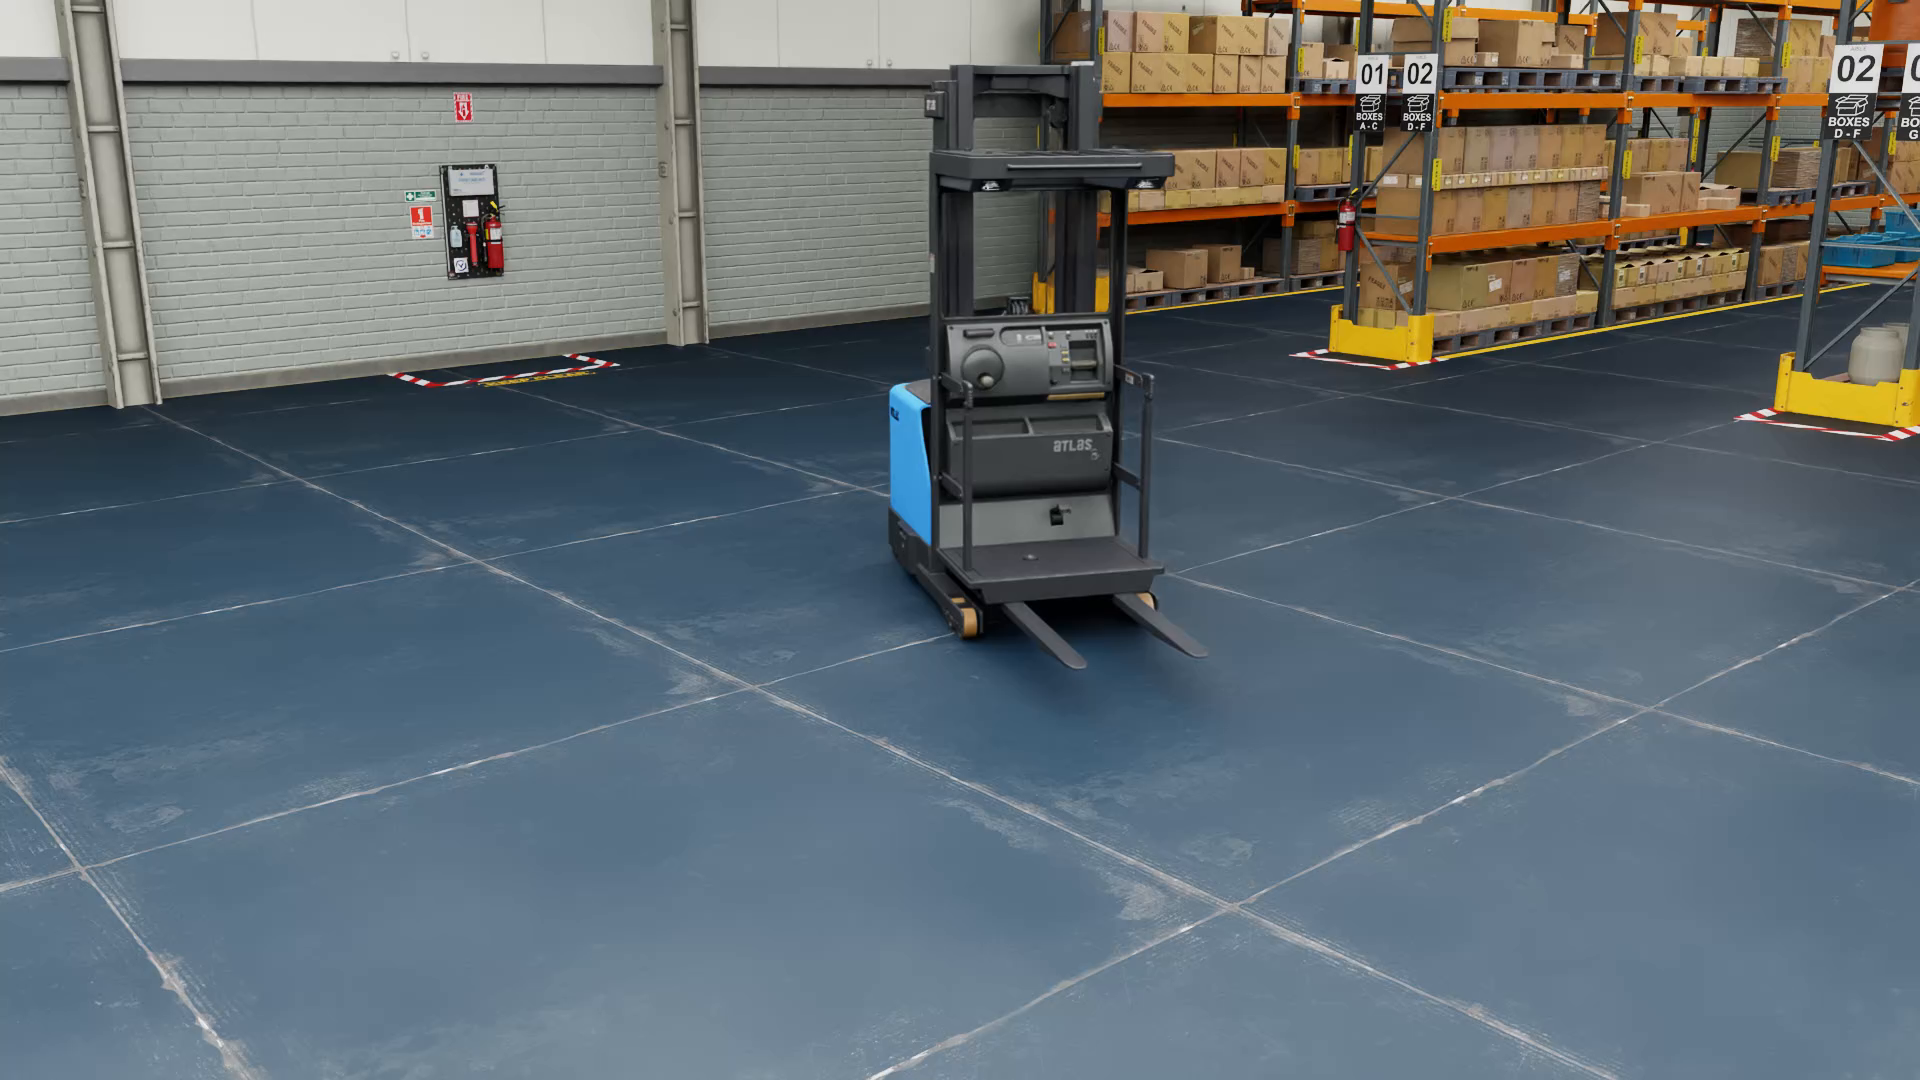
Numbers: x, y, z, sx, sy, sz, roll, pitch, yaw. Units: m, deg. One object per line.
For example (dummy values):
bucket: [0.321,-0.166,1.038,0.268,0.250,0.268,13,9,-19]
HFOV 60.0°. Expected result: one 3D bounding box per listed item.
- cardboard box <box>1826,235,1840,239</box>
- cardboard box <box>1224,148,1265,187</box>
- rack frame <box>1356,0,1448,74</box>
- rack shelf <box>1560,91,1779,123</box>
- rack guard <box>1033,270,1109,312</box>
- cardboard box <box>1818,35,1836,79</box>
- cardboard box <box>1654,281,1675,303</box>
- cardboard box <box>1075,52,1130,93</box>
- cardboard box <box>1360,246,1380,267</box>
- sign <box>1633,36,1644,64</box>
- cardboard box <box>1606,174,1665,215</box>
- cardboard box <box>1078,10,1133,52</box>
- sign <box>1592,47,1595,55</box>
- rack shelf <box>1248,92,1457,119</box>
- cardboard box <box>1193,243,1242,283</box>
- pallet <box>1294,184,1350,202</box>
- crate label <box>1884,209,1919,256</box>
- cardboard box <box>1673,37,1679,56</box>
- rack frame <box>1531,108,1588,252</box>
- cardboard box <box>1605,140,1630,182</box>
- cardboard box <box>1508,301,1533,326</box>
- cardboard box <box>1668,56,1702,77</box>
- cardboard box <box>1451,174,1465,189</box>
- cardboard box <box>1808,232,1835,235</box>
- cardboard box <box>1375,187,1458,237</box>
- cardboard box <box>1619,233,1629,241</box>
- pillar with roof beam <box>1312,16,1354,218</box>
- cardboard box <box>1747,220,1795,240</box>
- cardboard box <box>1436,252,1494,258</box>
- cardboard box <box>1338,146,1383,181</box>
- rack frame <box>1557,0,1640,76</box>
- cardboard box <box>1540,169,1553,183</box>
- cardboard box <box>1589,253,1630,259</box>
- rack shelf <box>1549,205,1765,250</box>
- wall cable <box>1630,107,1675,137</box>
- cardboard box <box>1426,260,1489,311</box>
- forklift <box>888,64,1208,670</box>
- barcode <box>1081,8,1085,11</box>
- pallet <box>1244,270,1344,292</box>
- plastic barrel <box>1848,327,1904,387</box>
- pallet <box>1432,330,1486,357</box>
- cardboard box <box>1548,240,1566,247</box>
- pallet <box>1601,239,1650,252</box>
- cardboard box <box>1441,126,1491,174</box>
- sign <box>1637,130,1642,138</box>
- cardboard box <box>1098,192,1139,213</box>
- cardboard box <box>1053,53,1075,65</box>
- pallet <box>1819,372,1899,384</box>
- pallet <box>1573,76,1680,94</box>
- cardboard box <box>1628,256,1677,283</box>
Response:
cardboard box: [13.151,-4.317,25.089,0.500,0.500,0.500,-13,19,-39]
cardboard box: [3.897,-5.215,23.261,0.500,0.500,0.500,-13,20,-40]
rack frame: [4.661,-6.399,17.268,0.127,3.000,1.000,-13,19,-39]
rack shelf: [9.187,-5.618,21.553,4.000,0.370,1.077,-13,19,-39]
rack guard: [1.464,-3.269,22.021,0.348,0.500,1.175,-13,19,-39]
cardboard box: [12.281,-6.984,24.072,0.600,0.600,0.600,-14,20,-41]
cardboard box: [8.921,-3.247,21.608,0.500,0.250,0.500,-13,20,-41]
cardboard box: [1.823,-5.979,21.277,0.500,0.500,0.500,-12,19,-38]
cardboard box: [6.111,-4.538,25.917,0.500,0.500,0.700,-13,20,-40]
sign: [8.044,-5.807,19.711,0.005,0.325,0.100,-13,19,-39]
cardboard box: [8.666,-4.442,21.375,0.500,0.500,0.500,-11,18,-35]
cardboard box: [1.856,-6.472,21.186,0.500,0.500,0.500,14,21,43]
sign: [10.822,-8.244,28.377,0.005,0.325,0.100,-13,19,-39]
rack shelf: [5.932,-6.582,25.161,4.000,0.370,1.077,-13,19,-39]
cardboard box: [3.667,-3.963,23.765,0.500,0.500,0.500,14,21,43]
pallet: [5.096,-5.150,24.590,1.213,0.211,1.003,-13,19,-39]
crate label: [9.120,-2.917,15.789,0.616,0.435,0.502,-13,19,-39]
cardboard box: [12.719,-8.905,30.293,0.500,0.500,0.500,-12,19,-38]
rack frame: [10.459,-6.497,29.260,0.127,3.000,1.000,-13,19,-39]
cardboard box: [11.433,-6.853,30.013,0.700,0.700,0.980,-13,20,-41]
cardboard box: [6.344,-2.676,19.471,0.500,0.250,0.500,-13,19,-39]
cardboard box: [9.161,-6.070,21.325,0.500,0.250,0.500,14,20,42]
cardboard box: [5.296,-3.932,18.207,0.250,0.149,0.380,-13,20,-41]
cardboard box: [13.189,-4.504,25.789,0.500,0.500,0.500,-14,20,-42]
cardboard box: [5.021,-3.625,18.316,0.500,0.500,0.700,-13,19,-39]
cardboard box: [11.860,-5.770,30.568,0.500,0.500,0.700,-12,19,-38]
pillar with roof beam: [8.719,-7.828,22.618,0.400,9.000,9.100,-13,19,-39]
cardboard box: [12.056,-4.611,24.739,0.500,0.250,0.500,-13,20,-40]
cardboard box: [5.993,-3.143,19.764,0.500,0.500,0.500,-13,19,-39]
cardboard box: [6.168,-5.783,25.542,0.500,0.500,0.700,-13,19,-39]
rack frame: [7.678,-7.076,19.805,0.127,3.000,1.000,-13,19,-39]
cardboard box: [6.655,-4.237,19.349,0.250,0.149,0.380,-12,19,-38]
cardboard box: [8.562,-3.621,21.922,0.500,0.311,0.500,-13,20,-40]
rack shelf: [9.187,-4.169,21.940,4.000,0.370,1.077,-13,19,-39]
wall cable: [13.821,-8.066,33.168,1.851,1.984,0.084,-13,19,-39]
cardboard box: [5.587,-2.870,18.742,0.500,0.500,0.500,-13,19,-39]
forklift: [0.442,-1.007,8.839,1.130,2.935,3.031,-4,15,-15]
barcode: [1.614,-6.952,21.858,0.075,0.075,0.001,-13,19,-39]
pallet: [5.010,-3.927,25.041,1.213,0.211,1.003,-13,19,-39]
plastic barrel: [8.356,-1.663,15.169,0.421,0.512,0.421,0,15,0]
pallet: [5.210,-2.291,18.917,1.213,0.211,1.003,-13,19,-39]
cardboard box: [10.054,-5.526,28.977,0.750,0.750,0.750,-12,19,-39]
pallet: [12.005,-5.471,30.823,1.213,0.211,1.003,-13,19,-39]
cardboard box: [5.454,-4.351,18.519,0.500,0.500,0.700,-13,20,-41]
sign: [13.117,-7.740,32.084,0.005,0.325,0.100,-13,19,-39]
cardboard box: [1.983,-4.422,21.745,0.500,0.250,0.500,-13,20,-41]
cardboard box: [1.555,-6.091,21.697,0.500,0.500,0.500,-11,18,-35]
pallet: [8.552,-1.347,15.383,1.213,0.211,1.003,-13,19,-39]
pallet: [8.335,-5.687,20.785,1.217,0.209,0.805,-14,20,-42]
cardboard box: [8.924,-3.517,21.530,0.500,0.311,0.500,-14,20,-41]
